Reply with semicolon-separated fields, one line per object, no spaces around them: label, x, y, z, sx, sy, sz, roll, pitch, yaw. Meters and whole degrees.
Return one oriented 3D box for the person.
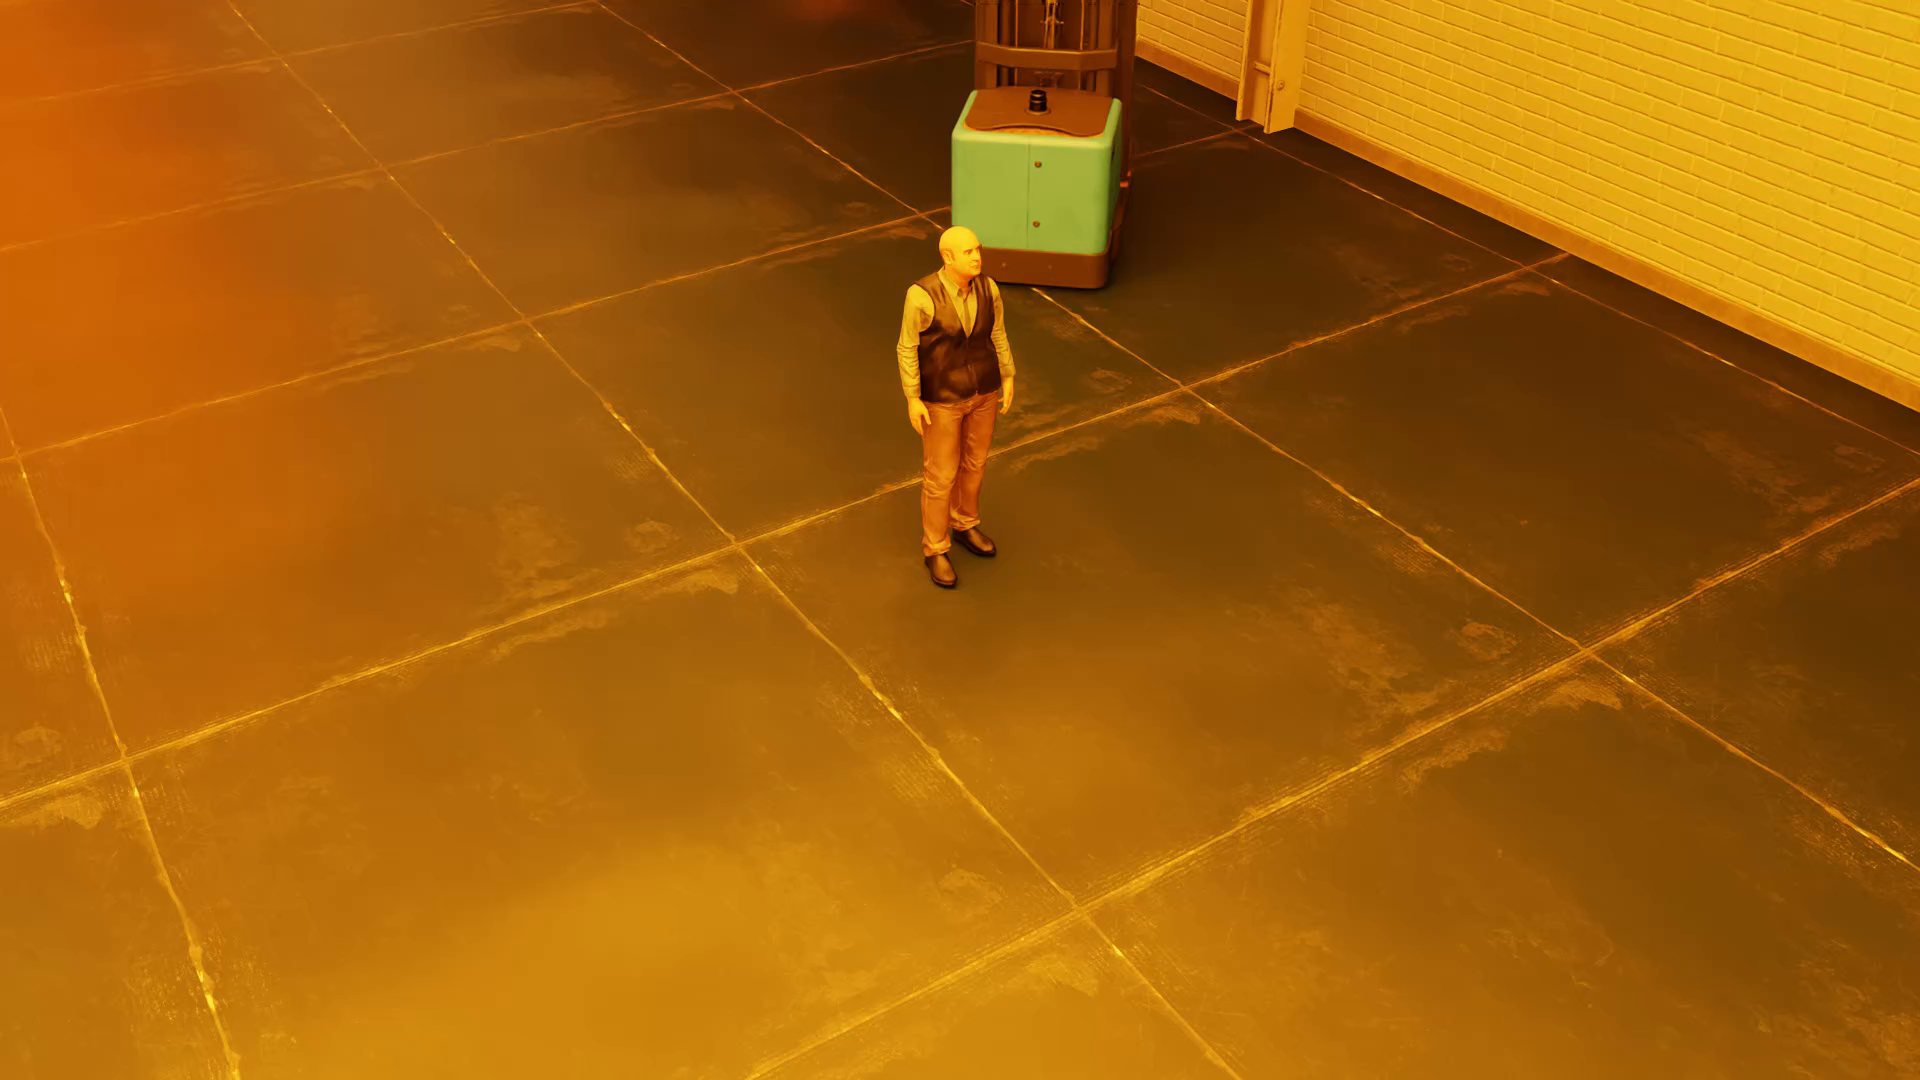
person;0.027;-0.678;8.152;0.632;1.720;0.568;-21;40;-27

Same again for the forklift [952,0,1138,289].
forklift;0.688;-3.689;11.398;1.130;2.935;3.031;6;35;8
